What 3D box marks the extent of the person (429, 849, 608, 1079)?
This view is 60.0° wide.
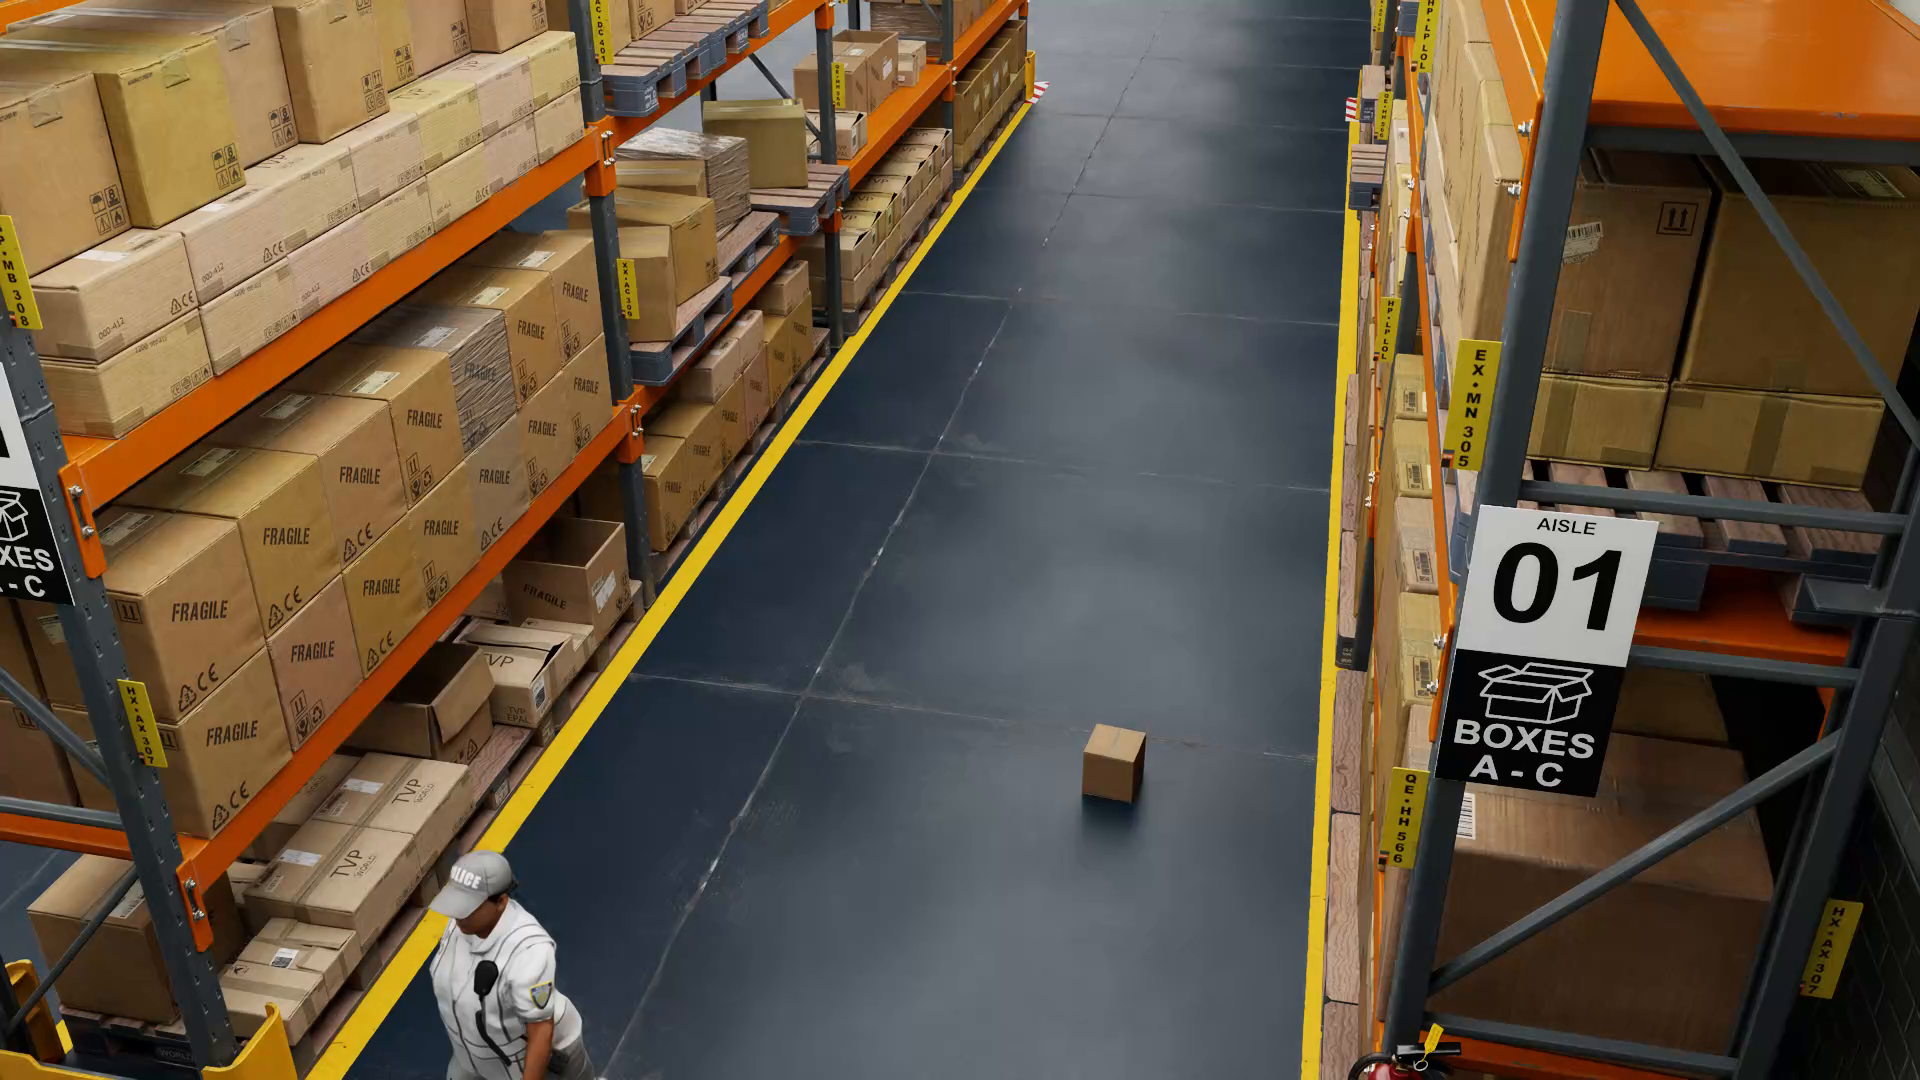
[{"bbox_3d":[-1.520,1.702,5.529,0.526,1.602,1.012,18,34,29],"label":"person"}]
